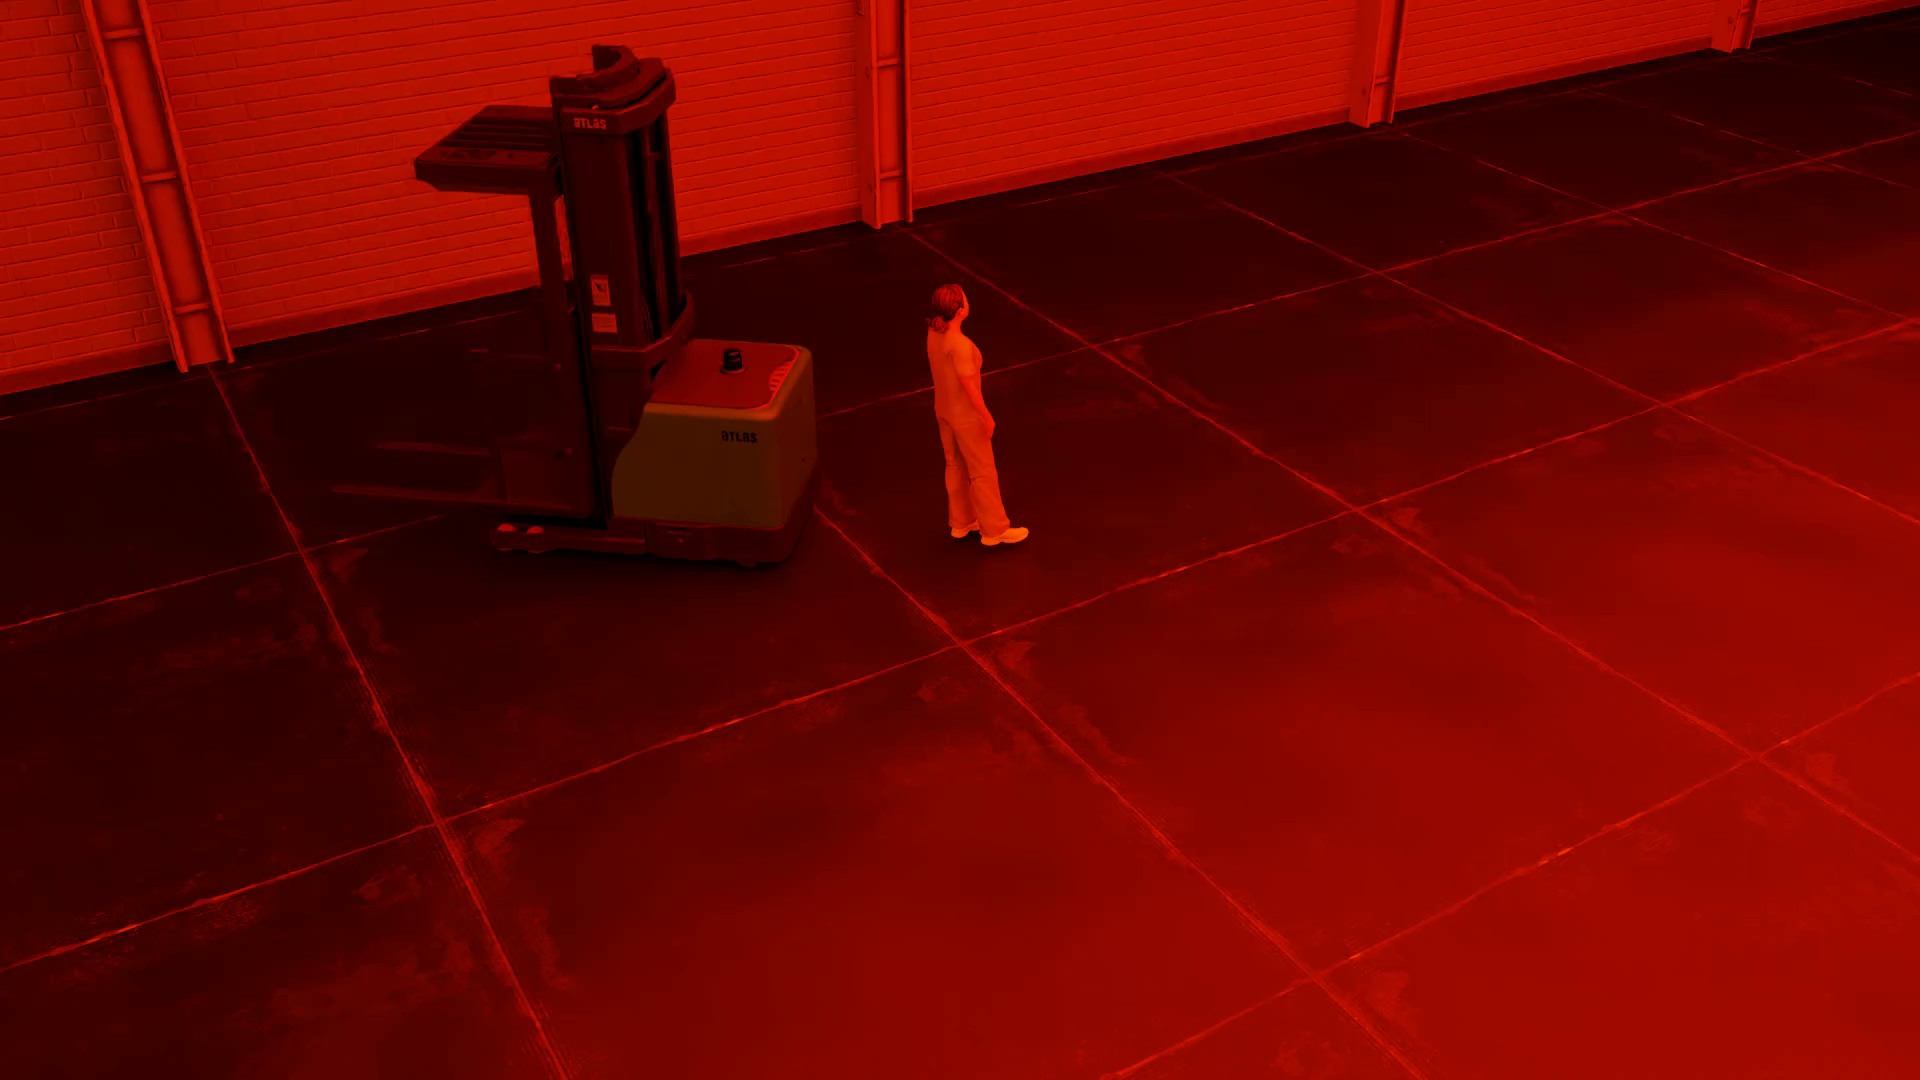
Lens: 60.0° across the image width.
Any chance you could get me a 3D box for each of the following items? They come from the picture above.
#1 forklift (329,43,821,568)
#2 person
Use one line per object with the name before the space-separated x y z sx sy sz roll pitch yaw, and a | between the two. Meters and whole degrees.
forklift | -2.476 -1.434 10.041 3.031 2.935 1.130 5 31 8
person | 0.069 -0.773 10.068 0.549 1.676 0.549 -17 35 -26
